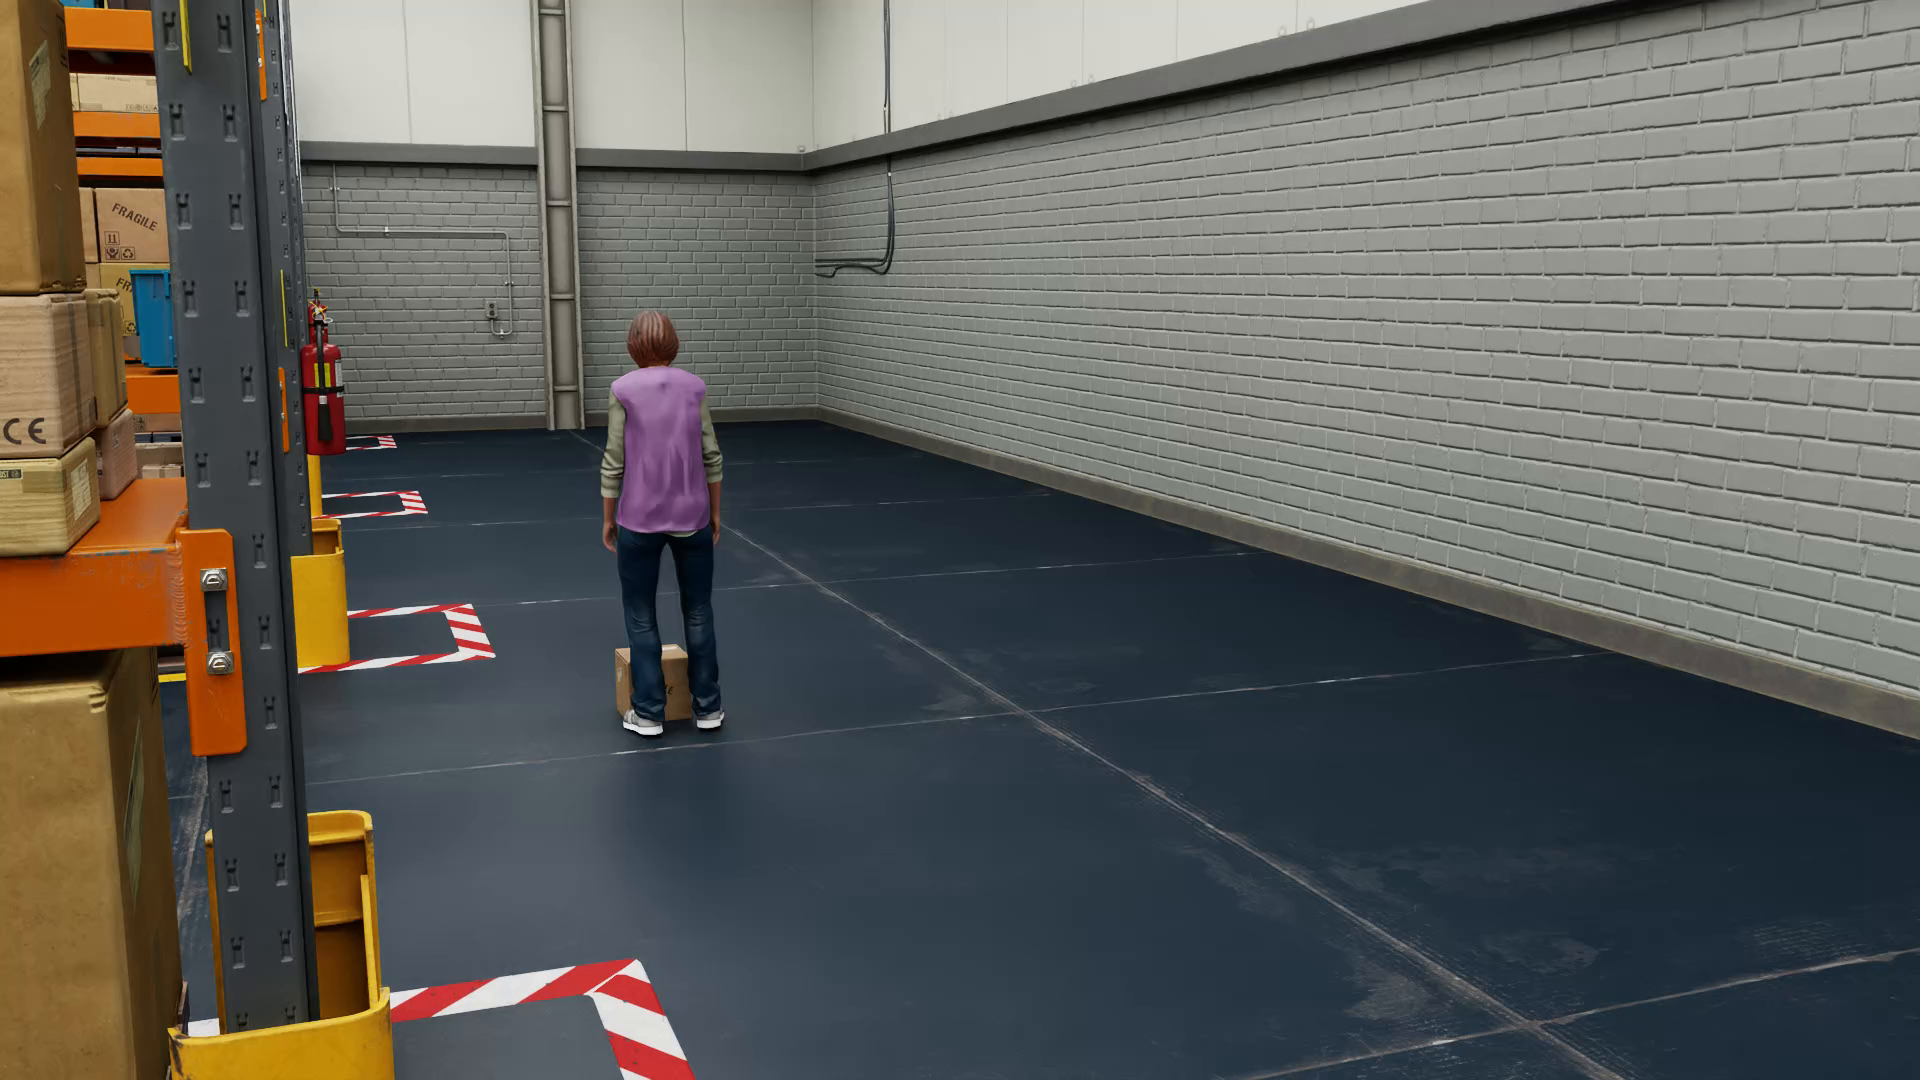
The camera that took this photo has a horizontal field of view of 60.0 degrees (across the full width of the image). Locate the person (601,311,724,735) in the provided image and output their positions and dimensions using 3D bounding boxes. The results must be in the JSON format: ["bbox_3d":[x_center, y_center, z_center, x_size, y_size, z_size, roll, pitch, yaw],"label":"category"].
[{"bbox_3d":[-1.117,-0.058,6.266,0.461,1.593,0.343,-3,10,-21],"label":"person"}]
